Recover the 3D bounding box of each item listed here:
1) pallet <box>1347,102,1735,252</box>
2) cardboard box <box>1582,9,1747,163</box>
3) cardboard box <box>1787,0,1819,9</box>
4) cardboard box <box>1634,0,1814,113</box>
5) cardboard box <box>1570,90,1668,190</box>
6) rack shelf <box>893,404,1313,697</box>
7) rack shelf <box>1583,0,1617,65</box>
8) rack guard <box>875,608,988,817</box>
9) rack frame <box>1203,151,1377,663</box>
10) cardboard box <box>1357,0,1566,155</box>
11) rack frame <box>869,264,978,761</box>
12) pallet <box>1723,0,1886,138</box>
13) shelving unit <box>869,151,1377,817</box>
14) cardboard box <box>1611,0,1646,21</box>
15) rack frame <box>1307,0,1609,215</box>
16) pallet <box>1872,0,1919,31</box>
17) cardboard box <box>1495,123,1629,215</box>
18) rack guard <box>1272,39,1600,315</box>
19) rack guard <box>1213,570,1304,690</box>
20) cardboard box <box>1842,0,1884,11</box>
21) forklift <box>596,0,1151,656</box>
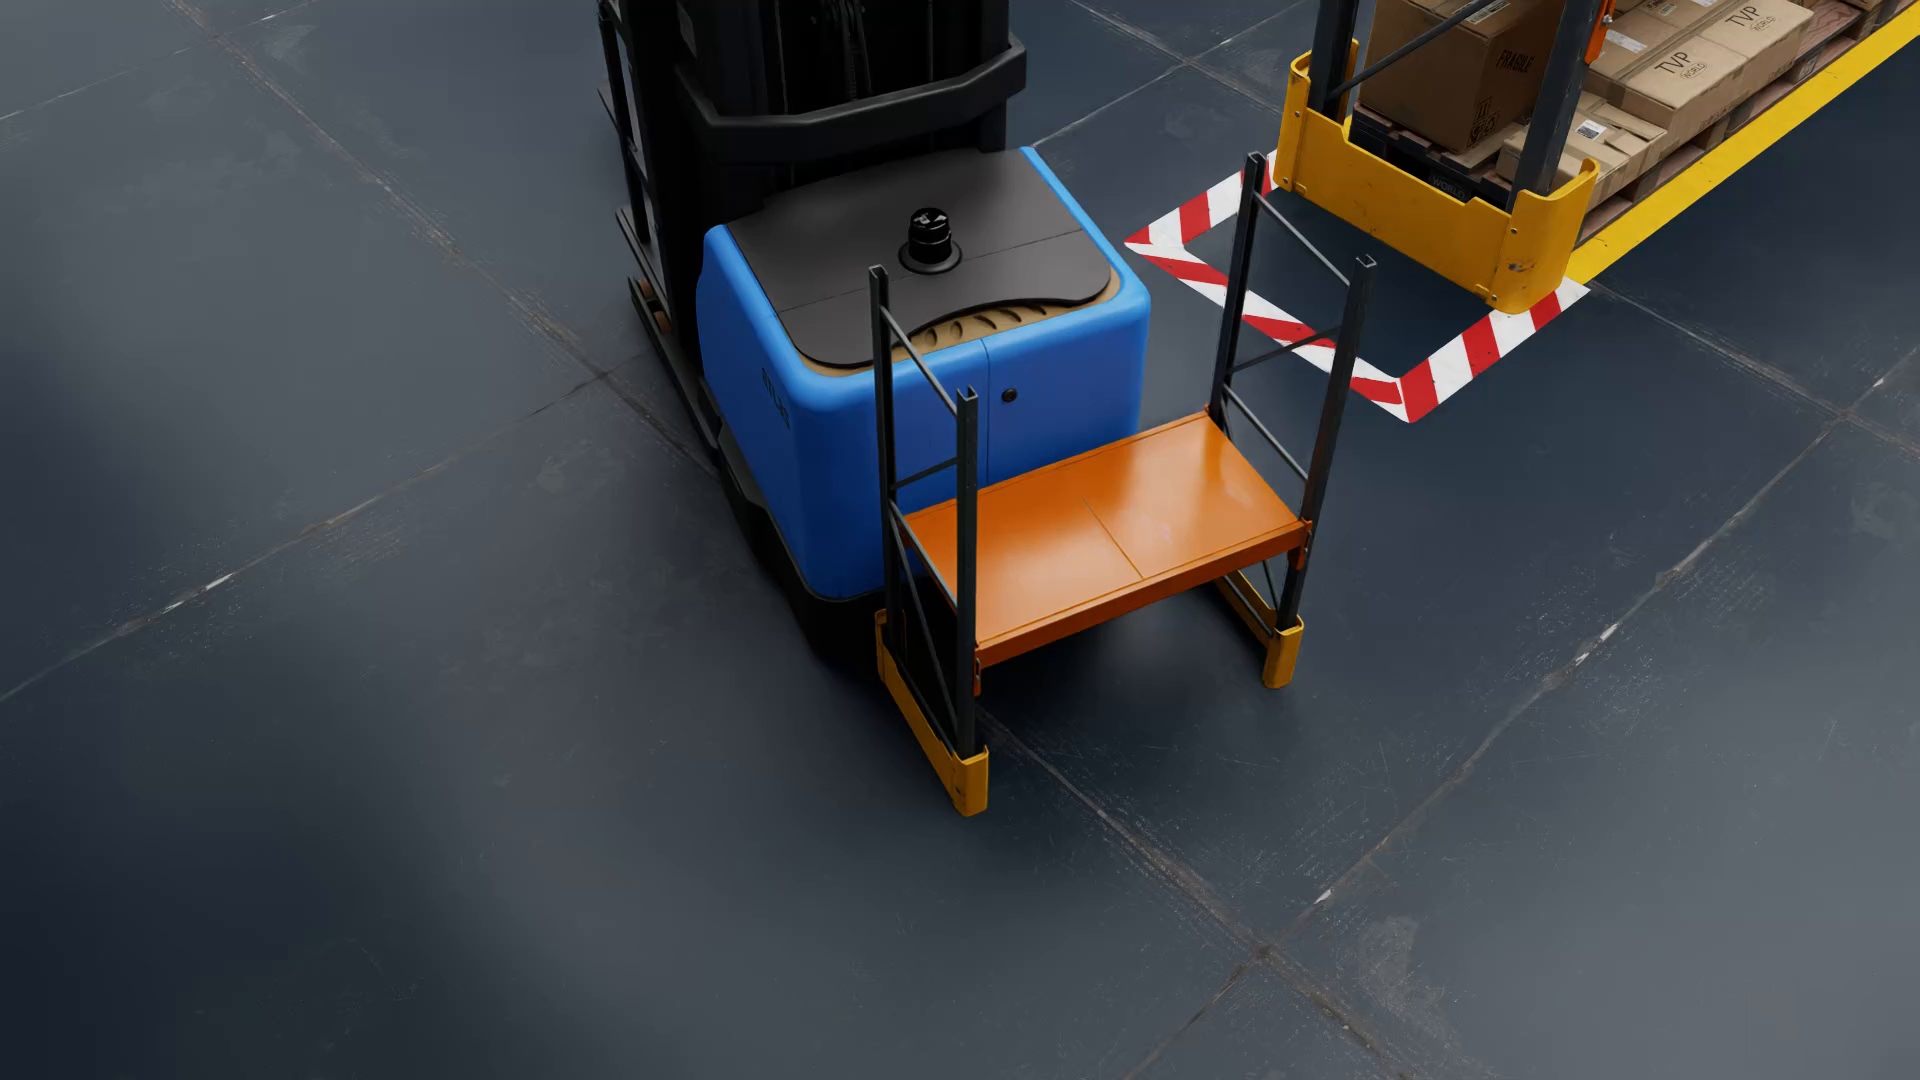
[{"bbox_3d":[2.316,-1.662,6.640,1.213,0.211,1.003,-34,56,-27],"label":"pallet"},{"bbox_3d":[2.634,-1.754,6.399,0.500,0.250,0.500,-34,56,-27],"label":"cardboard box"},{"bbox_3d":[3.244,-2.524,6.937,0.637,0.503,0.797,-34,56,-27],"label":"cardboard box"},{"bbox_3d":[3.004,-2.001,6.627,0.500,0.250,0.500,-34,56,-27],"label":"cardboard box"},{"bbox_3d":[2.397,-1.507,6.228,0.250,0.166,0.380,-34,56,-27],"label":"cardboard box"},{"bbox_3d":[0.372,0.006,4.468,1.000,0.185,0.538,-20,50,-17],"label":"rack shelf"},{"bbox_3d":[3.151,-2.920,6.393,4.000,0.370,1.077,-34,56,-27],"label":"rack shelf"},{"bbox_3d":[-0.084,0.472,4.644,0.087,0.250,0.587,-20,50,-17],"label":"rack guard"},{"bbox_3d":[0.828,-0.280,4.488,0.032,1.500,0.500,-20,50,-17],"label":"rack frame"},{"bbox_3d":[1.907,-1.880,6.345,0.500,0.500,0.500,-34,56,-27],"label":"cardboard box"},{"bbox_3d":[-0.085,0.049,4.184,0.032,1.500,0.500,-20,50,-17],"label":"rack frame"},{"bbox_3d":[3.219,-2.262,7.194,1.213,0.211,1.003,-34,56,-27],"label":"pallet"},{"bbox_3d":[0.364,-0.113,4.333,1.083,1.500,0.587,-20,50,-17],"label":"shelving unit"},{"bbox_3d":[2.631,-2.248,6.855,0.500,0.250,0.500,-34,56,-27],"label":"cardboard box"},{"bbox_3d":[1.671,-2.175,5.216,0.127,3.000,1.000,-34,56,-27],"label":"rack frame"},{"bbox_3d":[4.122,-2.868,7.753,1.213,0.211,1.003,-34,56,-27],"label":"pallet"},{"bbox_3d":[2.212,-1.378,6.121,0.250,0.149,0.380,-34,56,-27],"label":"cardboard box"},{"bbox_3d":[1.727,-1.365,6.170,0.348,0.500,1.175,-34,56,-27],"label":"rack guard"},{"bbox_3d":[0.811,0.150,4.941,0.087,0.250,0.587,-20,50,-17],"label":"rack guard"},{"bbox_3d":[3.845,-2.584,7.123,0.500,0.311,0.500,-34,56,-27],"label":"cardboard box"},{"bbox_3d":[-0.528,-1.757,4.877,1.130,2.935,3.031,-18,50,-16],"label":"forklift"}]
